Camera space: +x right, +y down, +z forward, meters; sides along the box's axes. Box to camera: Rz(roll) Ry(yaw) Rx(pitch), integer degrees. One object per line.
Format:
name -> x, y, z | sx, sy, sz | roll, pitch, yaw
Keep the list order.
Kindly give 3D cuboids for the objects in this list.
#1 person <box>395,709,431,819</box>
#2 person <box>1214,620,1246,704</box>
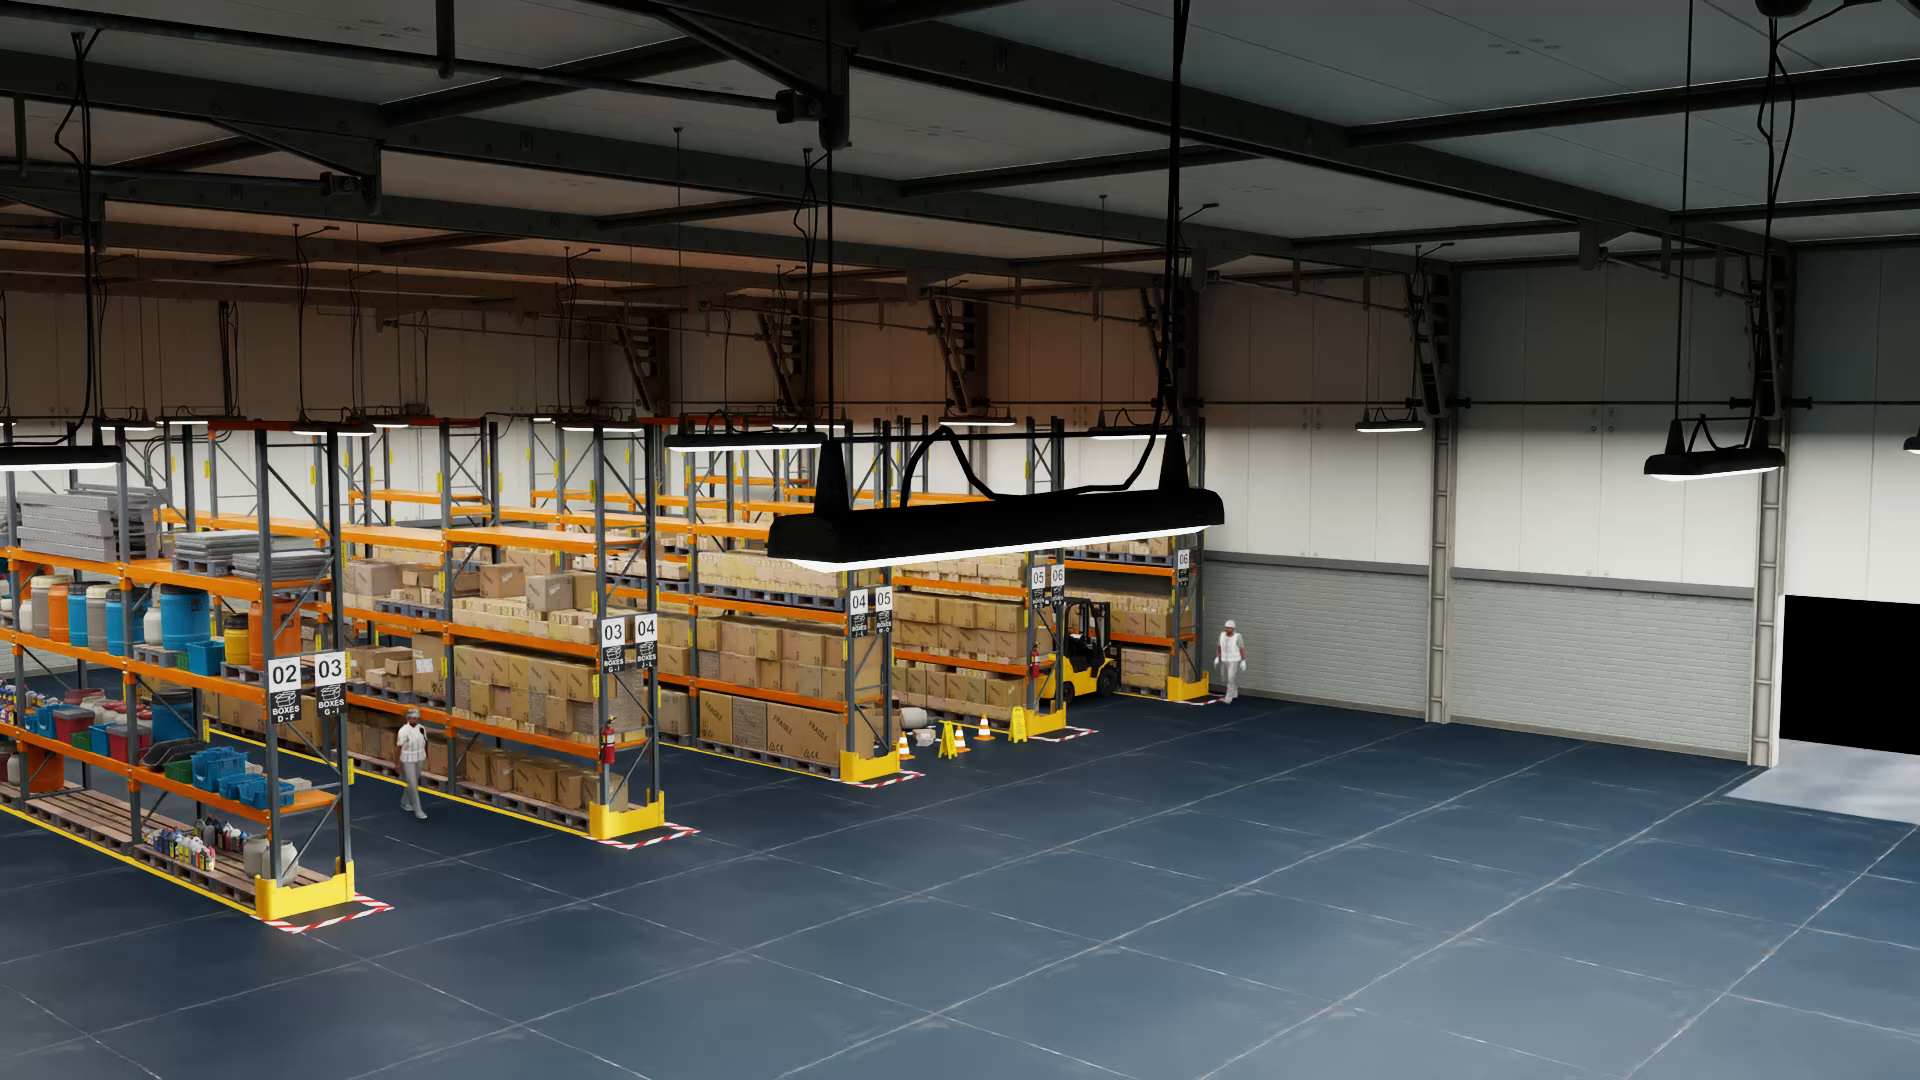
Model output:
person -> -8.333, 3.380, 25.436 | 0.922, 1.630, 0.475 | 3, 6, 34
person -> 5.716, 2.552, 34.994 | 0.656, 1.775, 0.852 | 4, 7, 43
